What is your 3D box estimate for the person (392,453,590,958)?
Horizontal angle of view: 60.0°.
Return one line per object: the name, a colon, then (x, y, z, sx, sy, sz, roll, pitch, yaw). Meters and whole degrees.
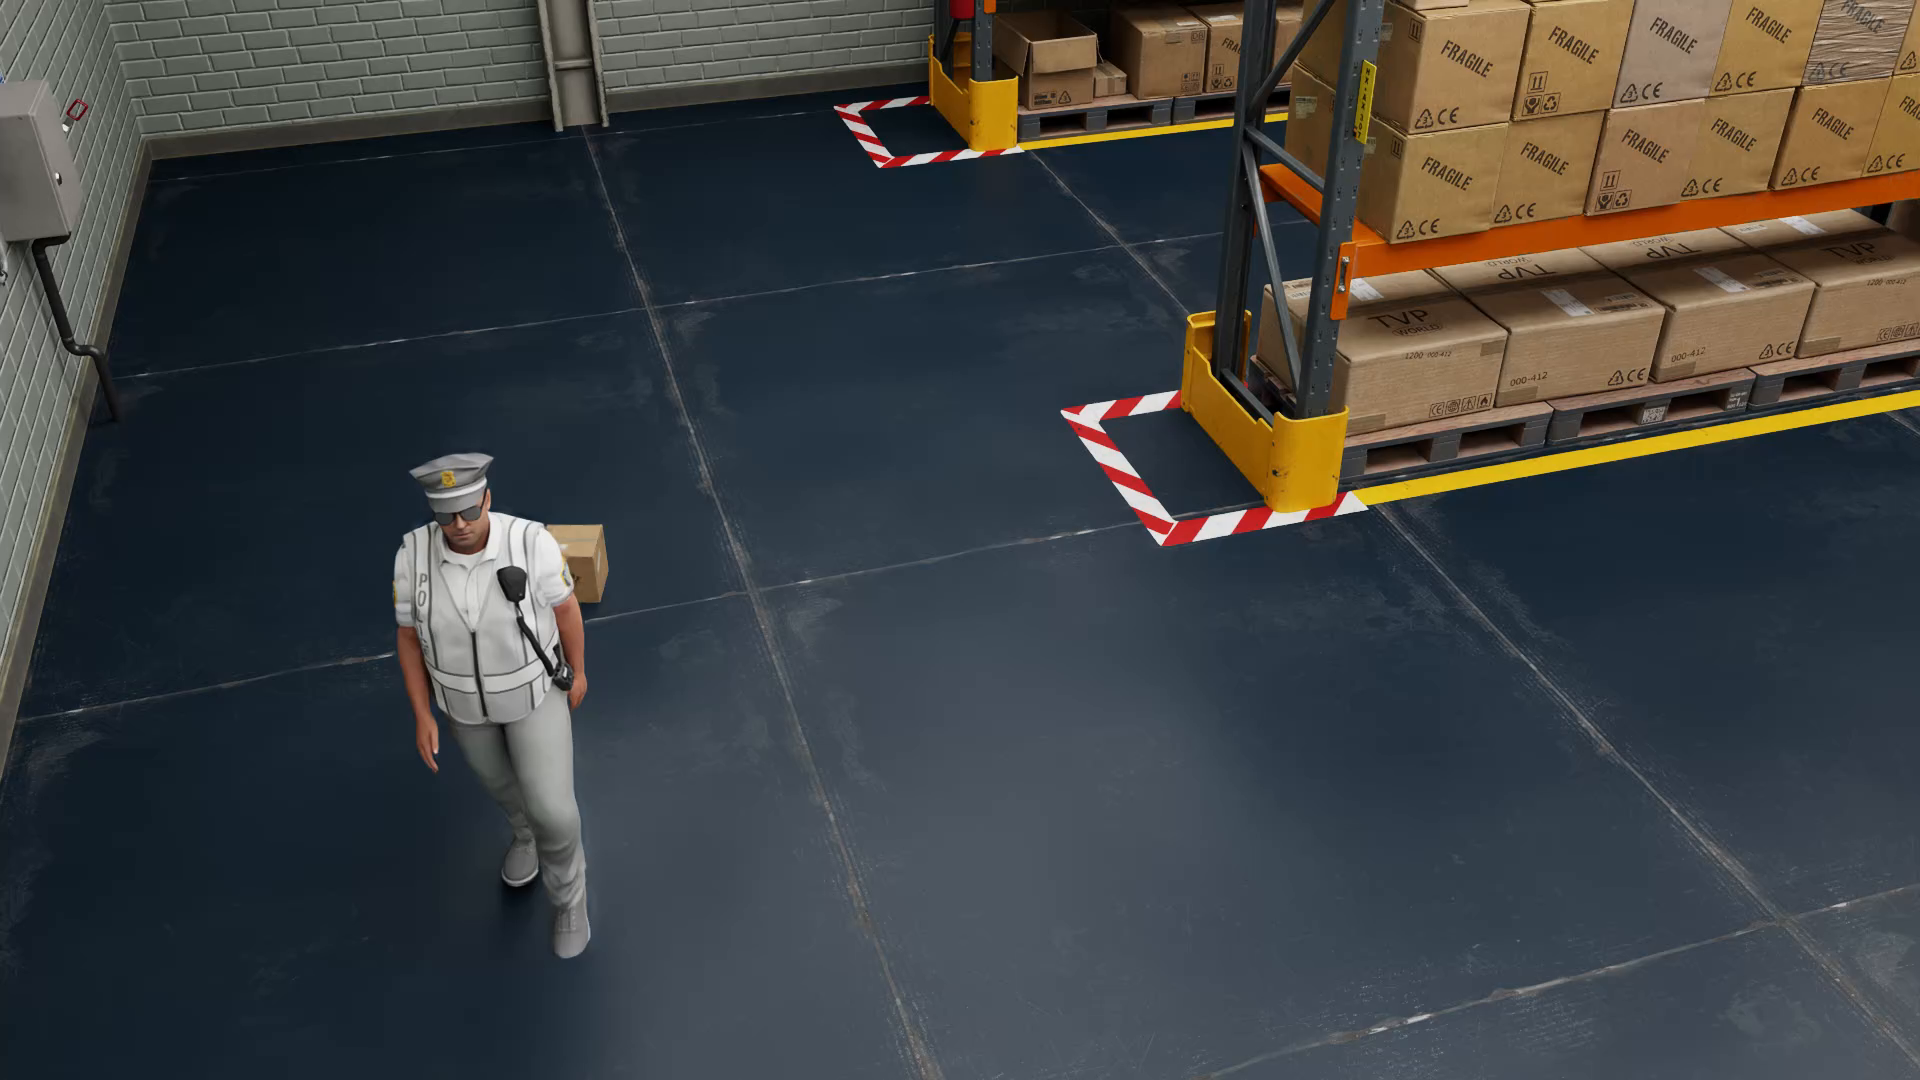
person: (-1.486, 0.527, 5.365, 0.548, 1.841, 0.628, -1, 34, -2)
